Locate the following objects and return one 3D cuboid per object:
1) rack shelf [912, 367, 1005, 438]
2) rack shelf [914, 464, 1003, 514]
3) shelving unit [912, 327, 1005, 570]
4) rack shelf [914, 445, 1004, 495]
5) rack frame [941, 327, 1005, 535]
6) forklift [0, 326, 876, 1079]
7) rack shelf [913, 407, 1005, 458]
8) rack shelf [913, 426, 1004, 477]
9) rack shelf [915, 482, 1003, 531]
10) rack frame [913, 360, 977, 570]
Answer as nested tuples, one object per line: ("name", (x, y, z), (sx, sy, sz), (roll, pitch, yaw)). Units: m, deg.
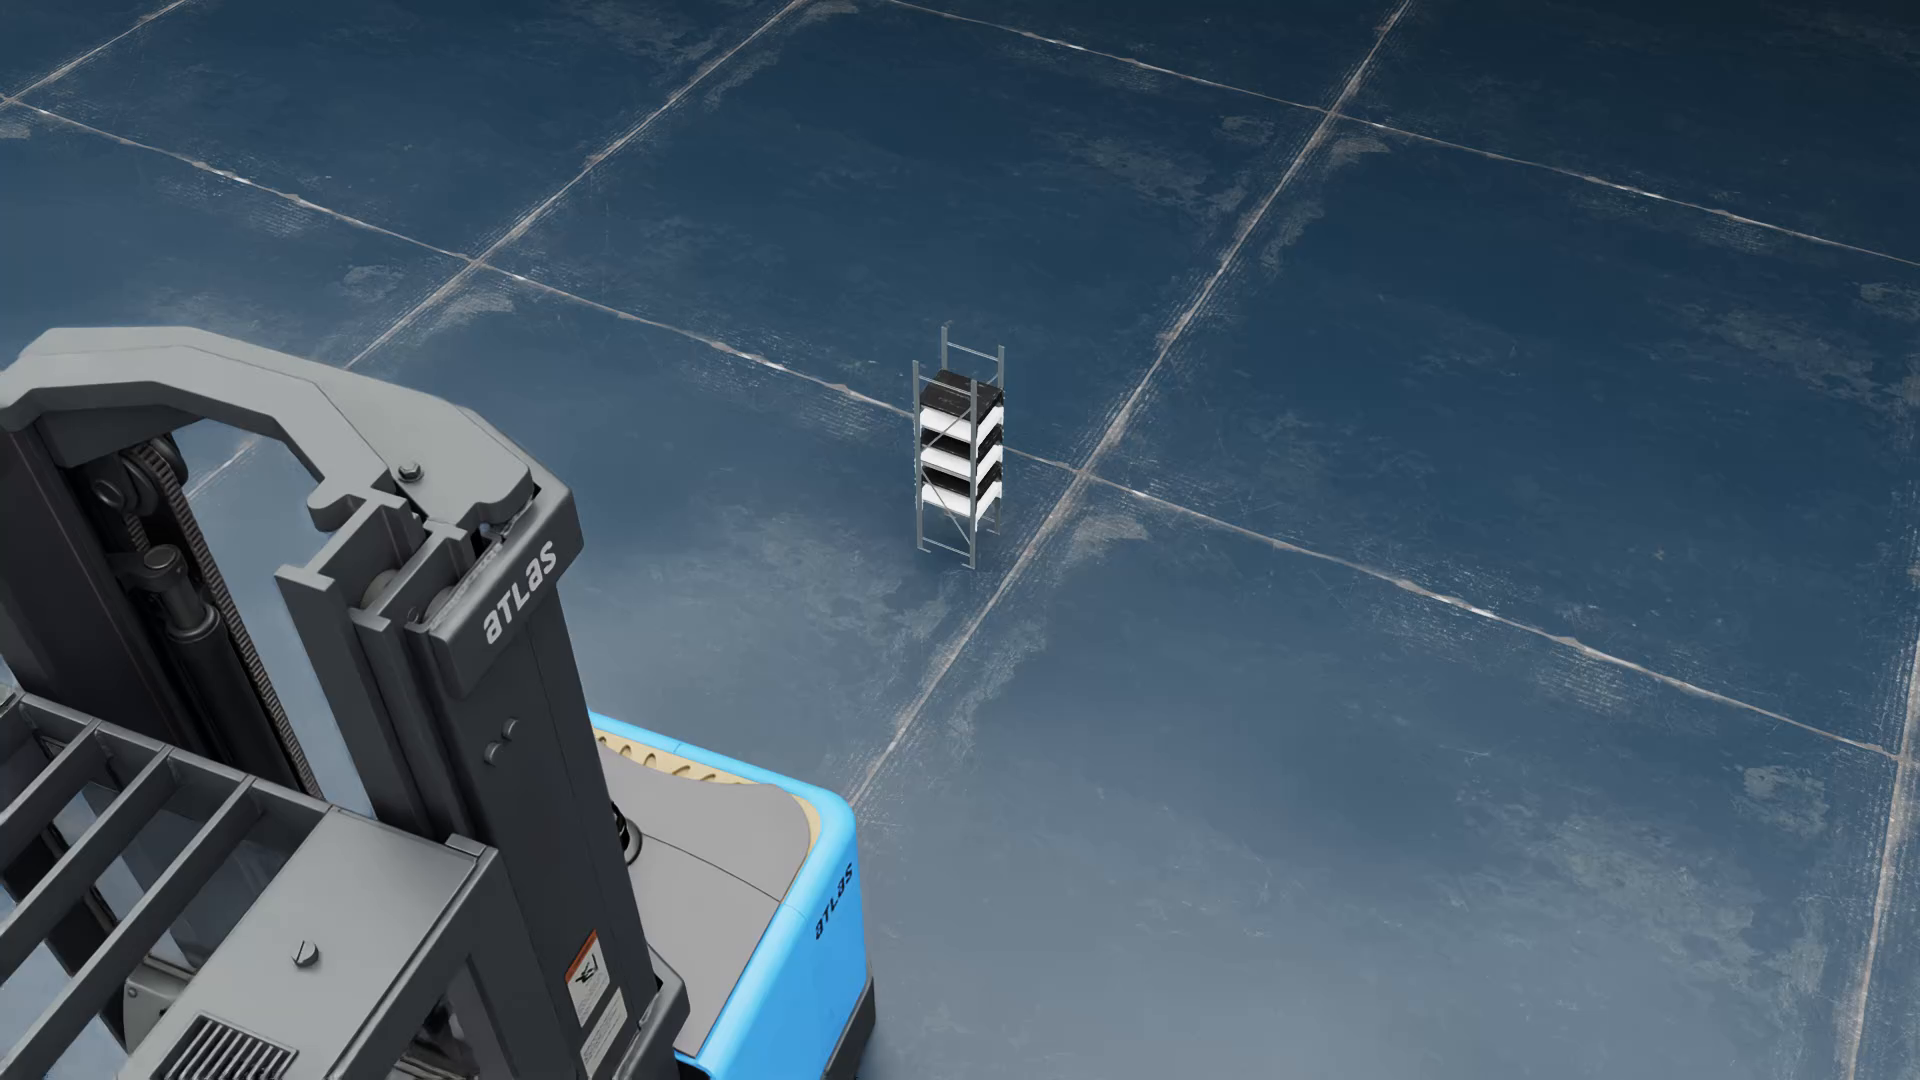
("rack shelf", (-0.004, -0.478, 5.757), (0.258, 0.077, 0.200), (20, 49, 19))
("rack shelf", (-0.004, -0.225, 6.013), (0.258, 0.077, 0.200), (20, 49, 19))
("shelving unit", (-0.004, -0.311, 5.925), (0.258, 0.900, 0.210), (20, 49, 19))
("rack shelf", (-0.004, -0.288, 5.949), (0.258, 0.077, 0.200), (20, 49, 19))
("rack frame", (0.043, -0.375, 5.988), (0.240, 0.900, 0.006), (20, 49, 19))
("forklift", (-1.260, 1.214, 2.990), (1.130, 2.935, 3.031), (16, 47, 15))
("rack shelf", (-0.004, -0.414, 5.821), (0.258, 0.077, 0.200), (20, 49, 19))
("rack shelf", (-0.004, -0.351, 5.885), (0.258, 0.077, 0.200), (20, 49, 19))
("rack shelf", (-0.004, -0.161, 6.077), (0.258, 0.077, 0.200), (20, 49, 19))
("rack frame", (-0.051, -0.247, 5.862), (0.240, 0.900, 0.006), (20, 49, 19))
